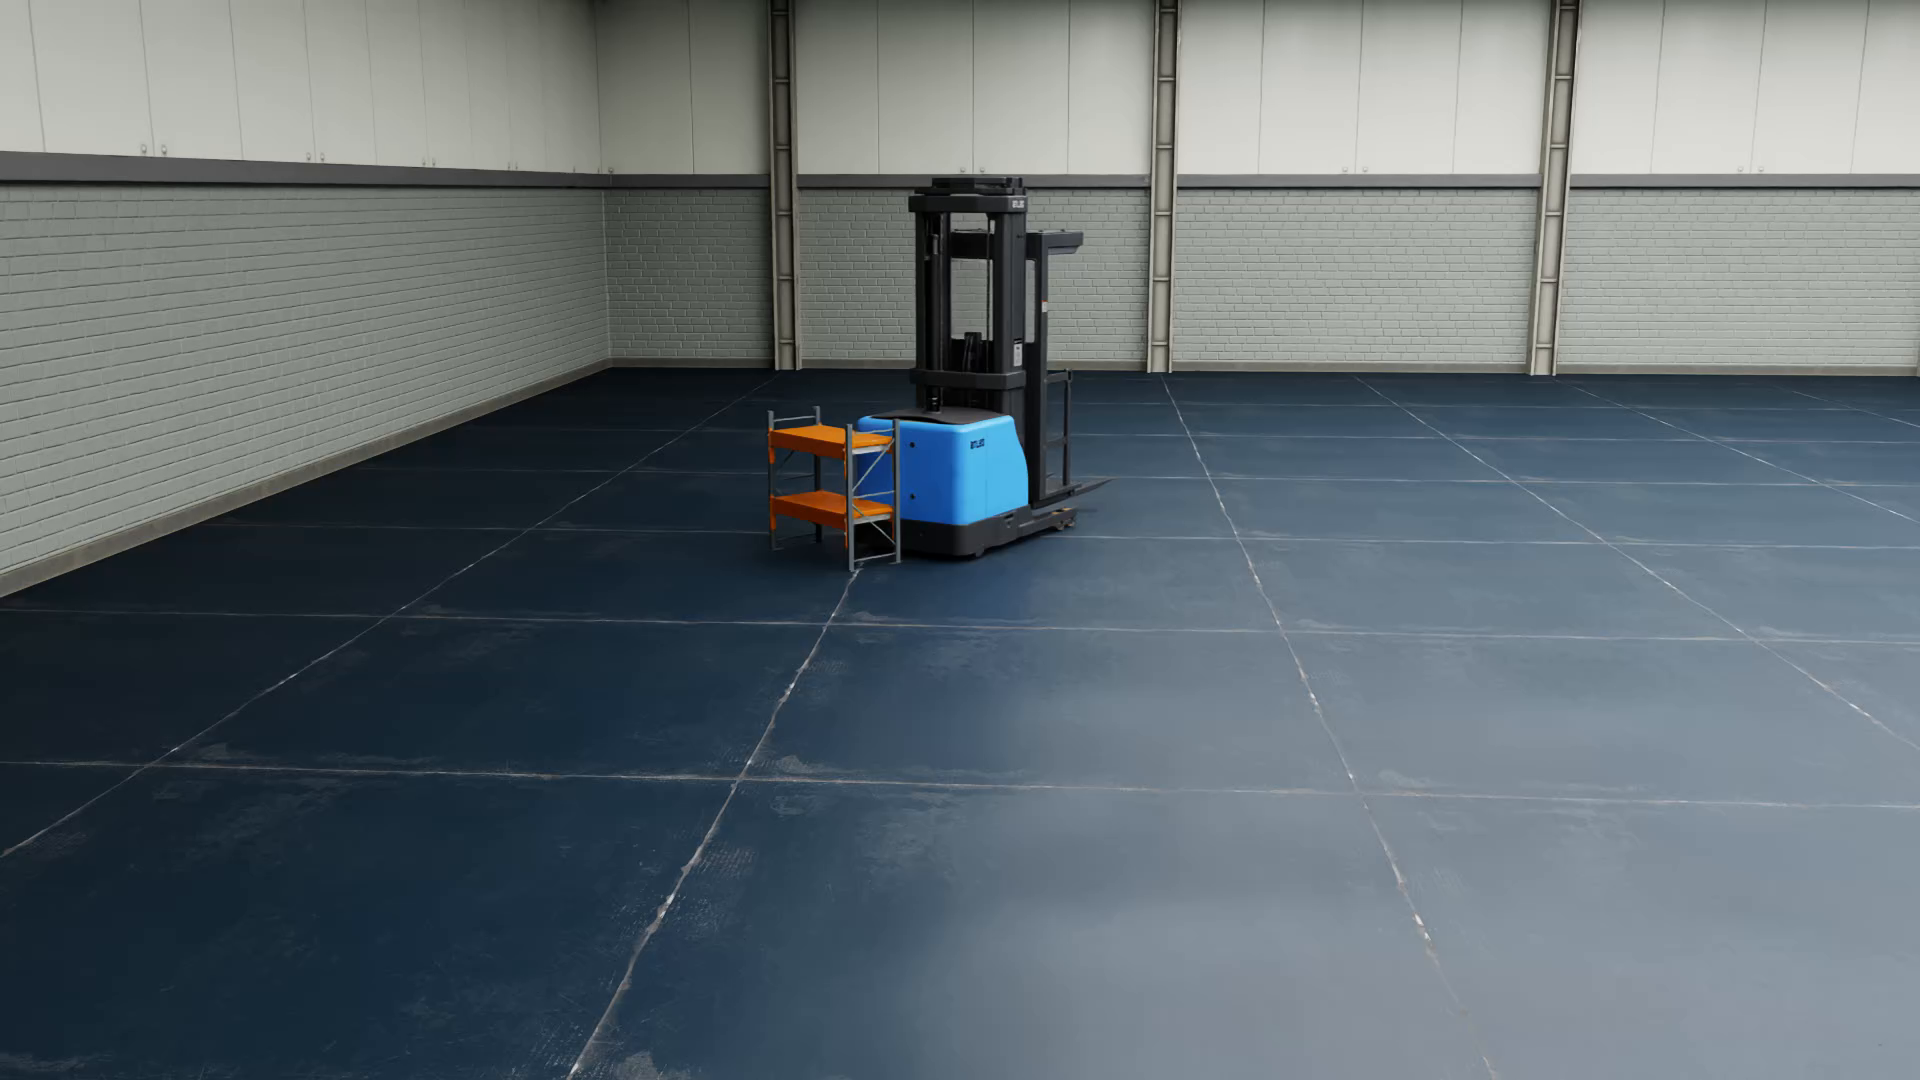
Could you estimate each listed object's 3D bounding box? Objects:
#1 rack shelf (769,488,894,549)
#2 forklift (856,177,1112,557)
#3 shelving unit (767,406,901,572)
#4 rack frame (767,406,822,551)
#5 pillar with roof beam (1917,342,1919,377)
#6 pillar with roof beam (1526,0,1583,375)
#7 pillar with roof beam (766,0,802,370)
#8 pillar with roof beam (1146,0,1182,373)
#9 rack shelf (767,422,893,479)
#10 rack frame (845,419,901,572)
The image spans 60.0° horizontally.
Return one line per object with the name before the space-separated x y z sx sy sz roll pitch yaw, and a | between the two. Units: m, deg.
rack shelf | -0.995 -0.180 13.077 0.538 0.278 1.000 -10 16 -40
forklift | 0.352 -1.556 14.047 1.130 2.935 3.031 7 14 30
shelving unit | -0.995 -0.420 13.027 0.538 1.125 1.048 -10 16 -40
rack frame | -1.331 -0.498 13.400 0.500 1.125 0.032 -10 16 -40
pillar with roof beam | 14.879 -6.065 20.782 0.400 9.000 9.100 1 12 4
pillar with roof beam | 8.893 -6.147 21.175 0.400 9.000 9.100 1 12 4
pillar with roof beam | -3.081 -6.311 21.959 0.400 9.000 9.100 1 12 4
pillar with roof beam | 2.906 -6.229 21.567 0.400 9.000 9.100 1 12 4
rack shelf | -0.995 -0.706 12.967 0.538 0.278 1.000 -10 16 -40
rack frame | -0.659 -0.342 12.653 0.500 1.125 0.032 -10 16 -40
